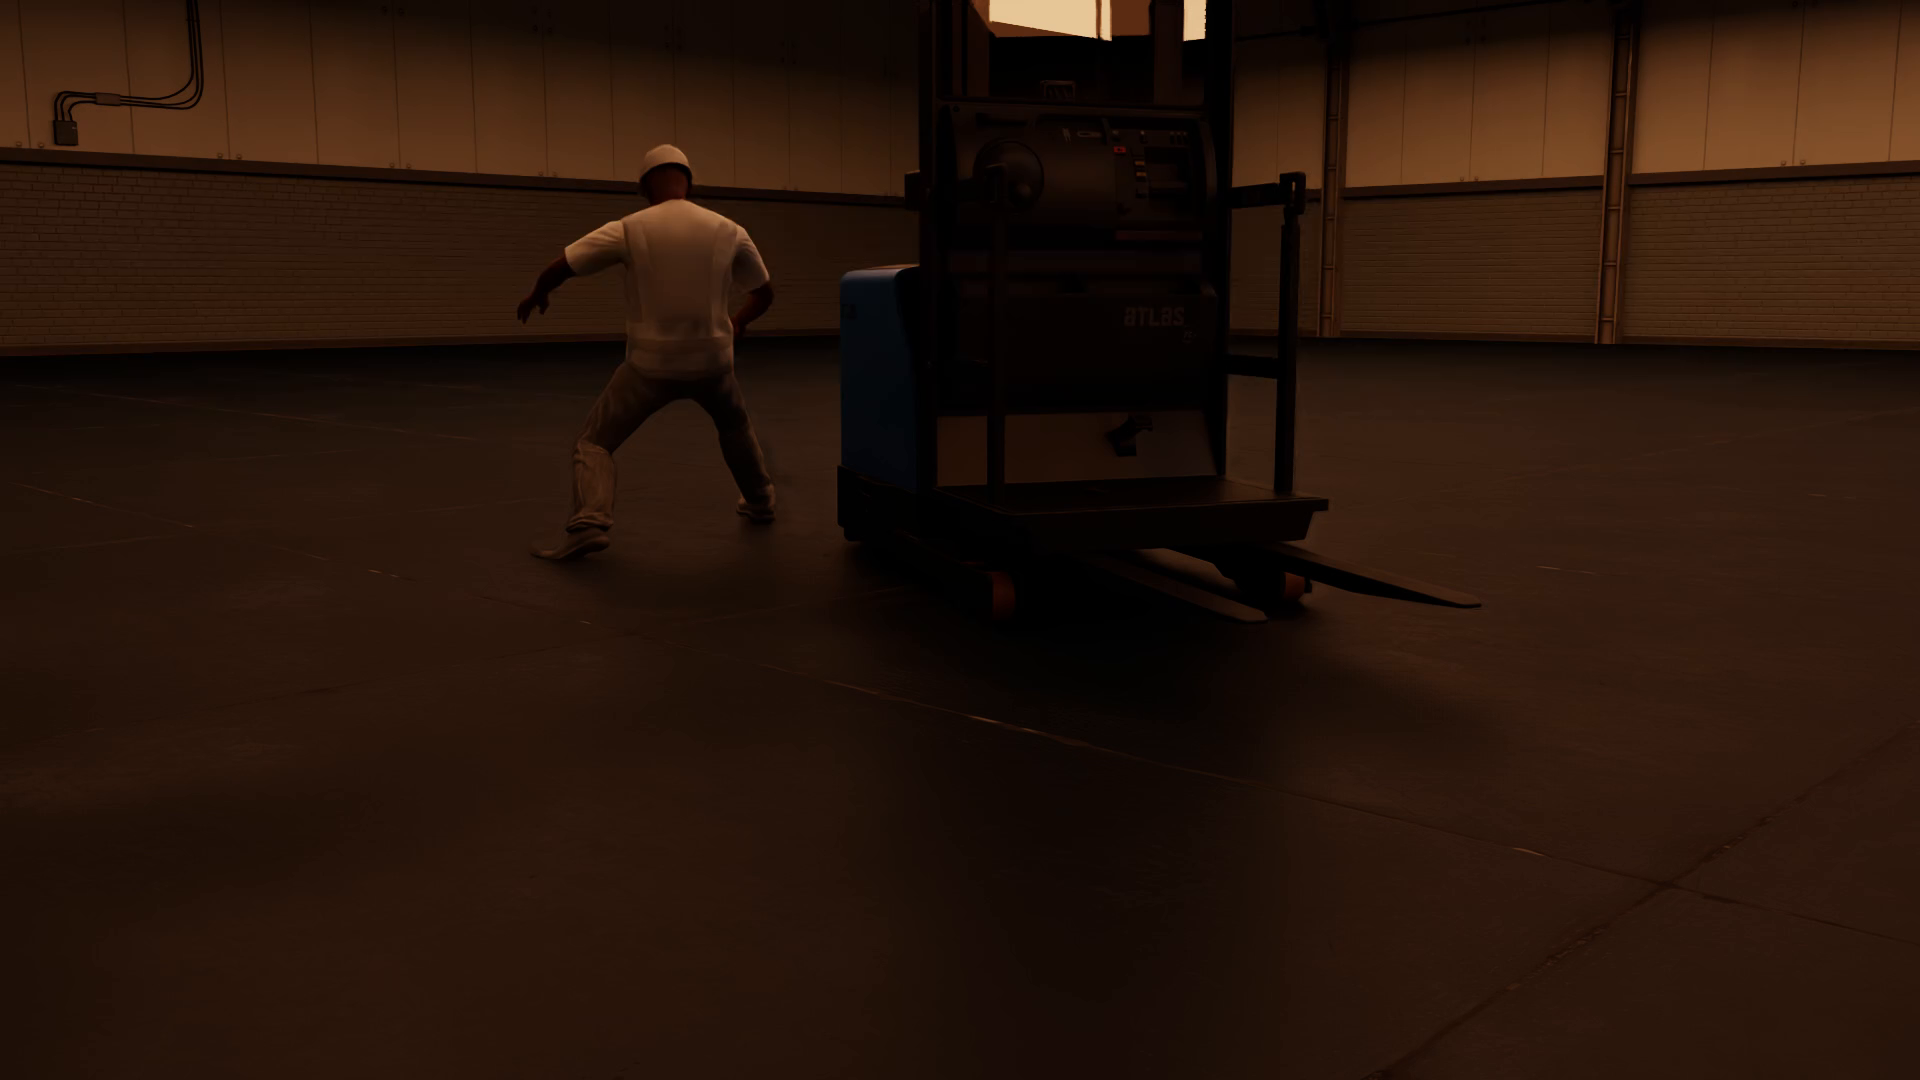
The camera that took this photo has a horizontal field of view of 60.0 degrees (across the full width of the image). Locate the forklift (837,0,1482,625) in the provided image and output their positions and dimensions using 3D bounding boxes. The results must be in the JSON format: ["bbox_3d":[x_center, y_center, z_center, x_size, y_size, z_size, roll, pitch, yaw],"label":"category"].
[{"bbox_3d":[0.484,-1.264,5.267,1.130,2.935,3.031,-3,9,-19],"label":"forklift"}]

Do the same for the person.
[{"bbox_3d":[-1.203,-0.766,6.657,1.111,1.589,1.007,-4,9,-23],"label":"person"}]
